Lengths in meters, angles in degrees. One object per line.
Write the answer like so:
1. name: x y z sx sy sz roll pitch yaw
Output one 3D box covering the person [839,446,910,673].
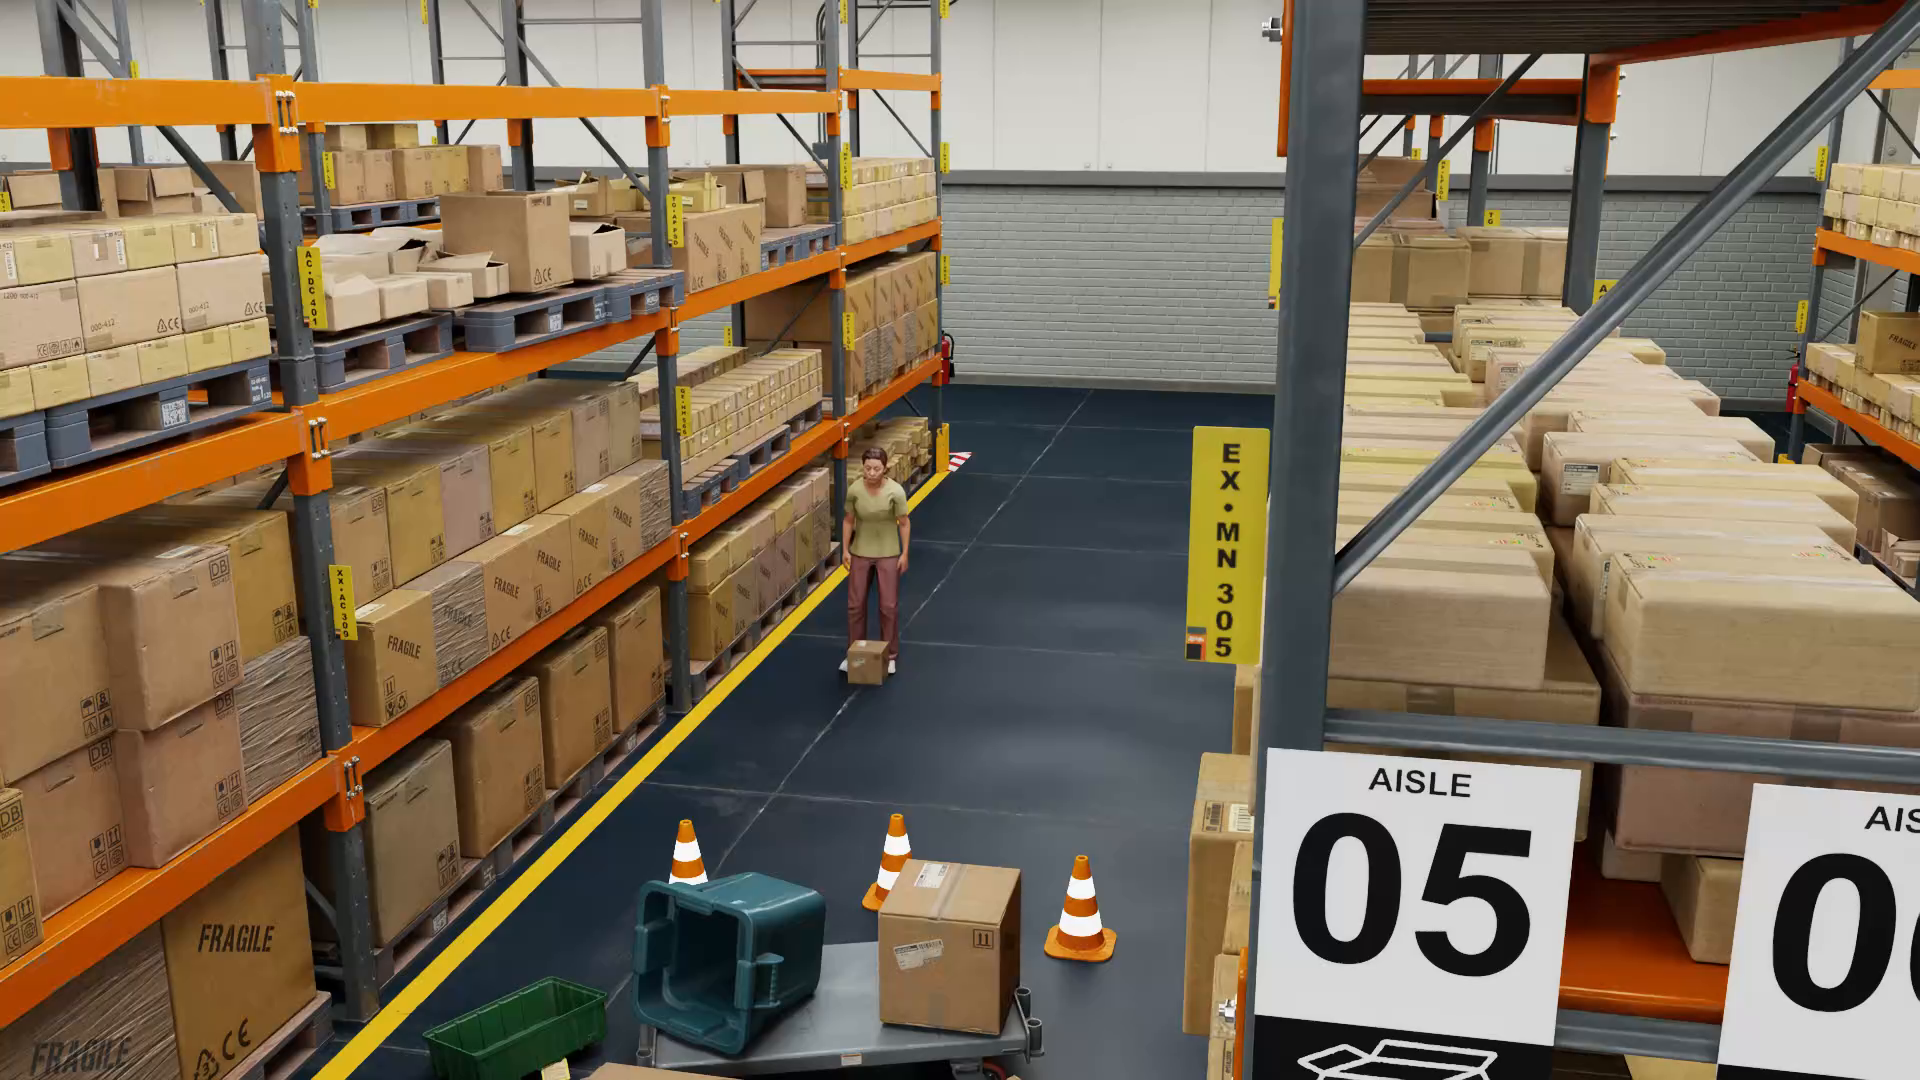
1. person: -0.616 0.131 12.018 0.502 1.671 0.362 2 15 9
